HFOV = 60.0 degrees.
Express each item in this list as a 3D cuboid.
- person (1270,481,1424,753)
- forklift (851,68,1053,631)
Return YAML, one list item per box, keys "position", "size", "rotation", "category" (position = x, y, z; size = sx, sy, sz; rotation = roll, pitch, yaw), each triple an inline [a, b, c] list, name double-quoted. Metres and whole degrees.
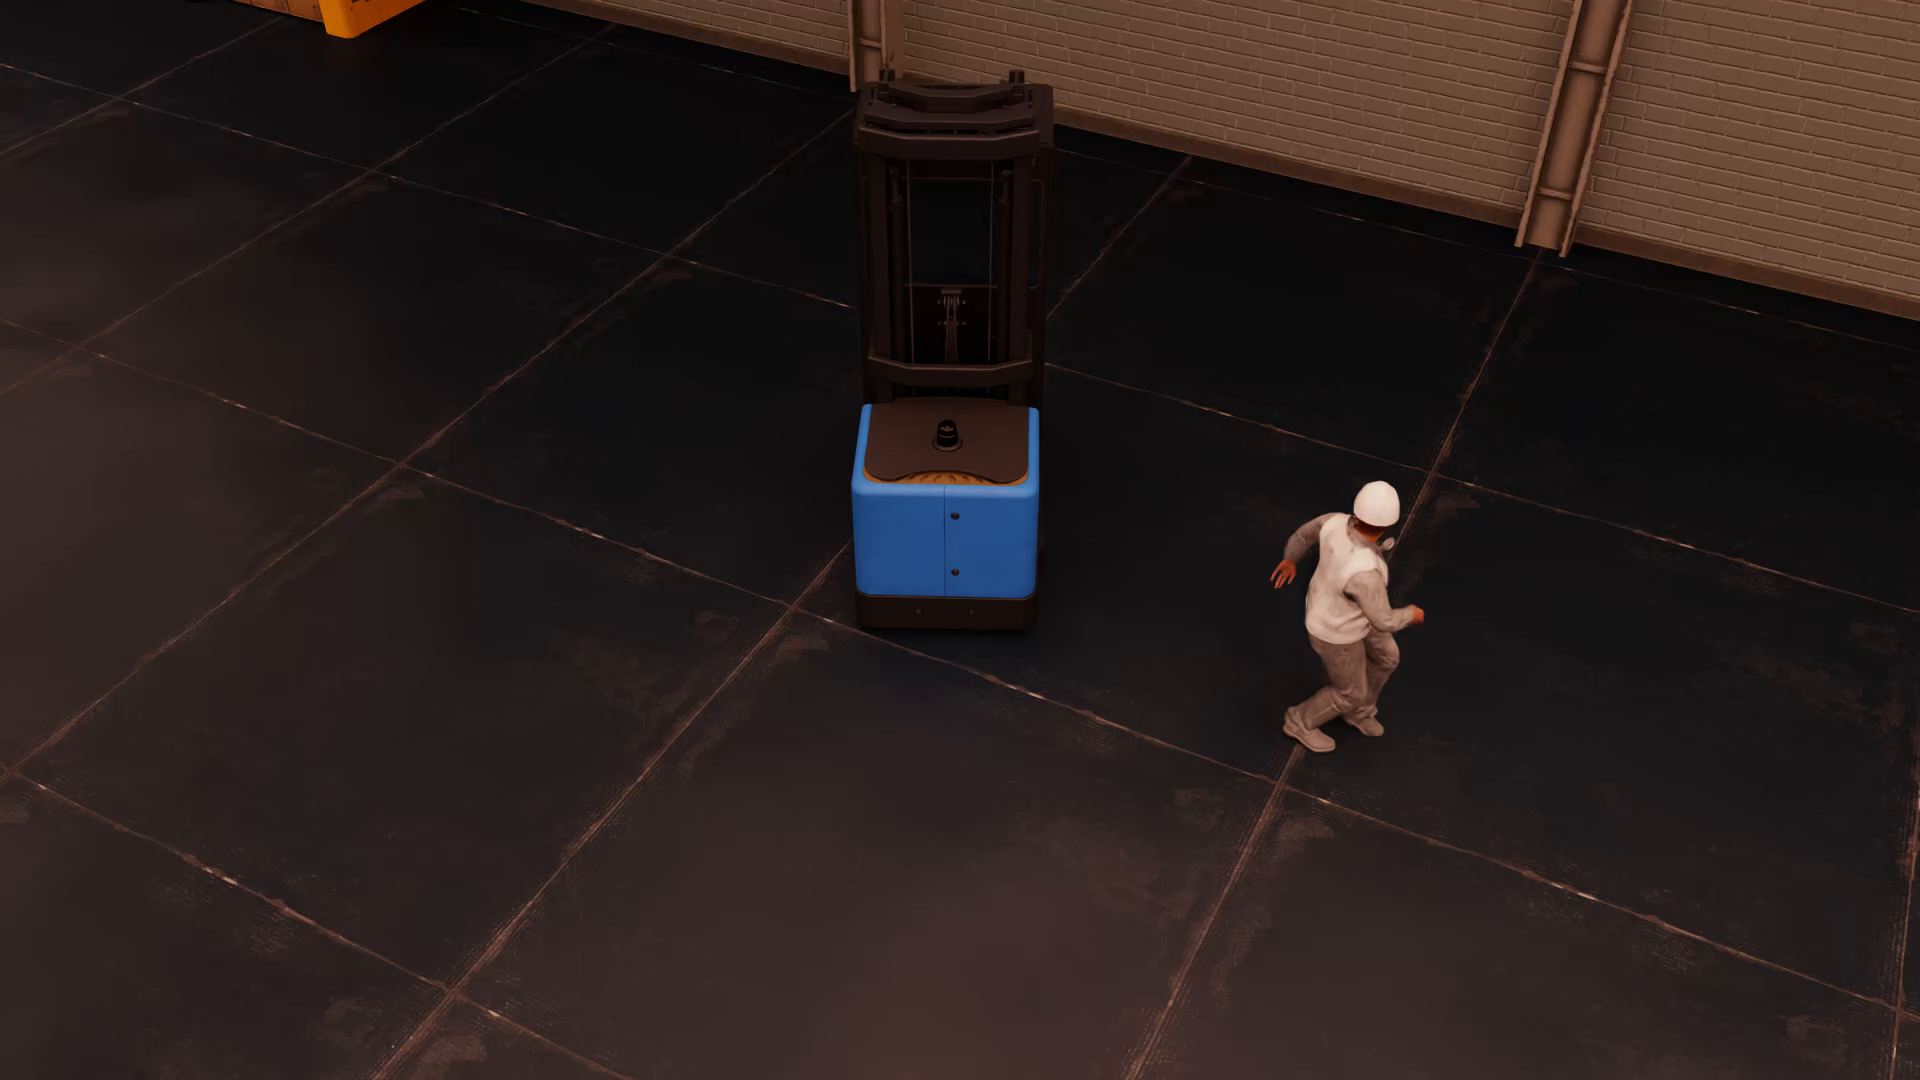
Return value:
- position: [1.958, 0.412, 8.493]
  size: [0.769, 1.769, 0.621]
  rotation: [8, 41, 9]
  category: "person"
- position: [-0.030, -1.530, 9.803]
  size: [1.130, 2.935, 3.031]
  rotation: [1, 40, 2]
  category: "forklift"
